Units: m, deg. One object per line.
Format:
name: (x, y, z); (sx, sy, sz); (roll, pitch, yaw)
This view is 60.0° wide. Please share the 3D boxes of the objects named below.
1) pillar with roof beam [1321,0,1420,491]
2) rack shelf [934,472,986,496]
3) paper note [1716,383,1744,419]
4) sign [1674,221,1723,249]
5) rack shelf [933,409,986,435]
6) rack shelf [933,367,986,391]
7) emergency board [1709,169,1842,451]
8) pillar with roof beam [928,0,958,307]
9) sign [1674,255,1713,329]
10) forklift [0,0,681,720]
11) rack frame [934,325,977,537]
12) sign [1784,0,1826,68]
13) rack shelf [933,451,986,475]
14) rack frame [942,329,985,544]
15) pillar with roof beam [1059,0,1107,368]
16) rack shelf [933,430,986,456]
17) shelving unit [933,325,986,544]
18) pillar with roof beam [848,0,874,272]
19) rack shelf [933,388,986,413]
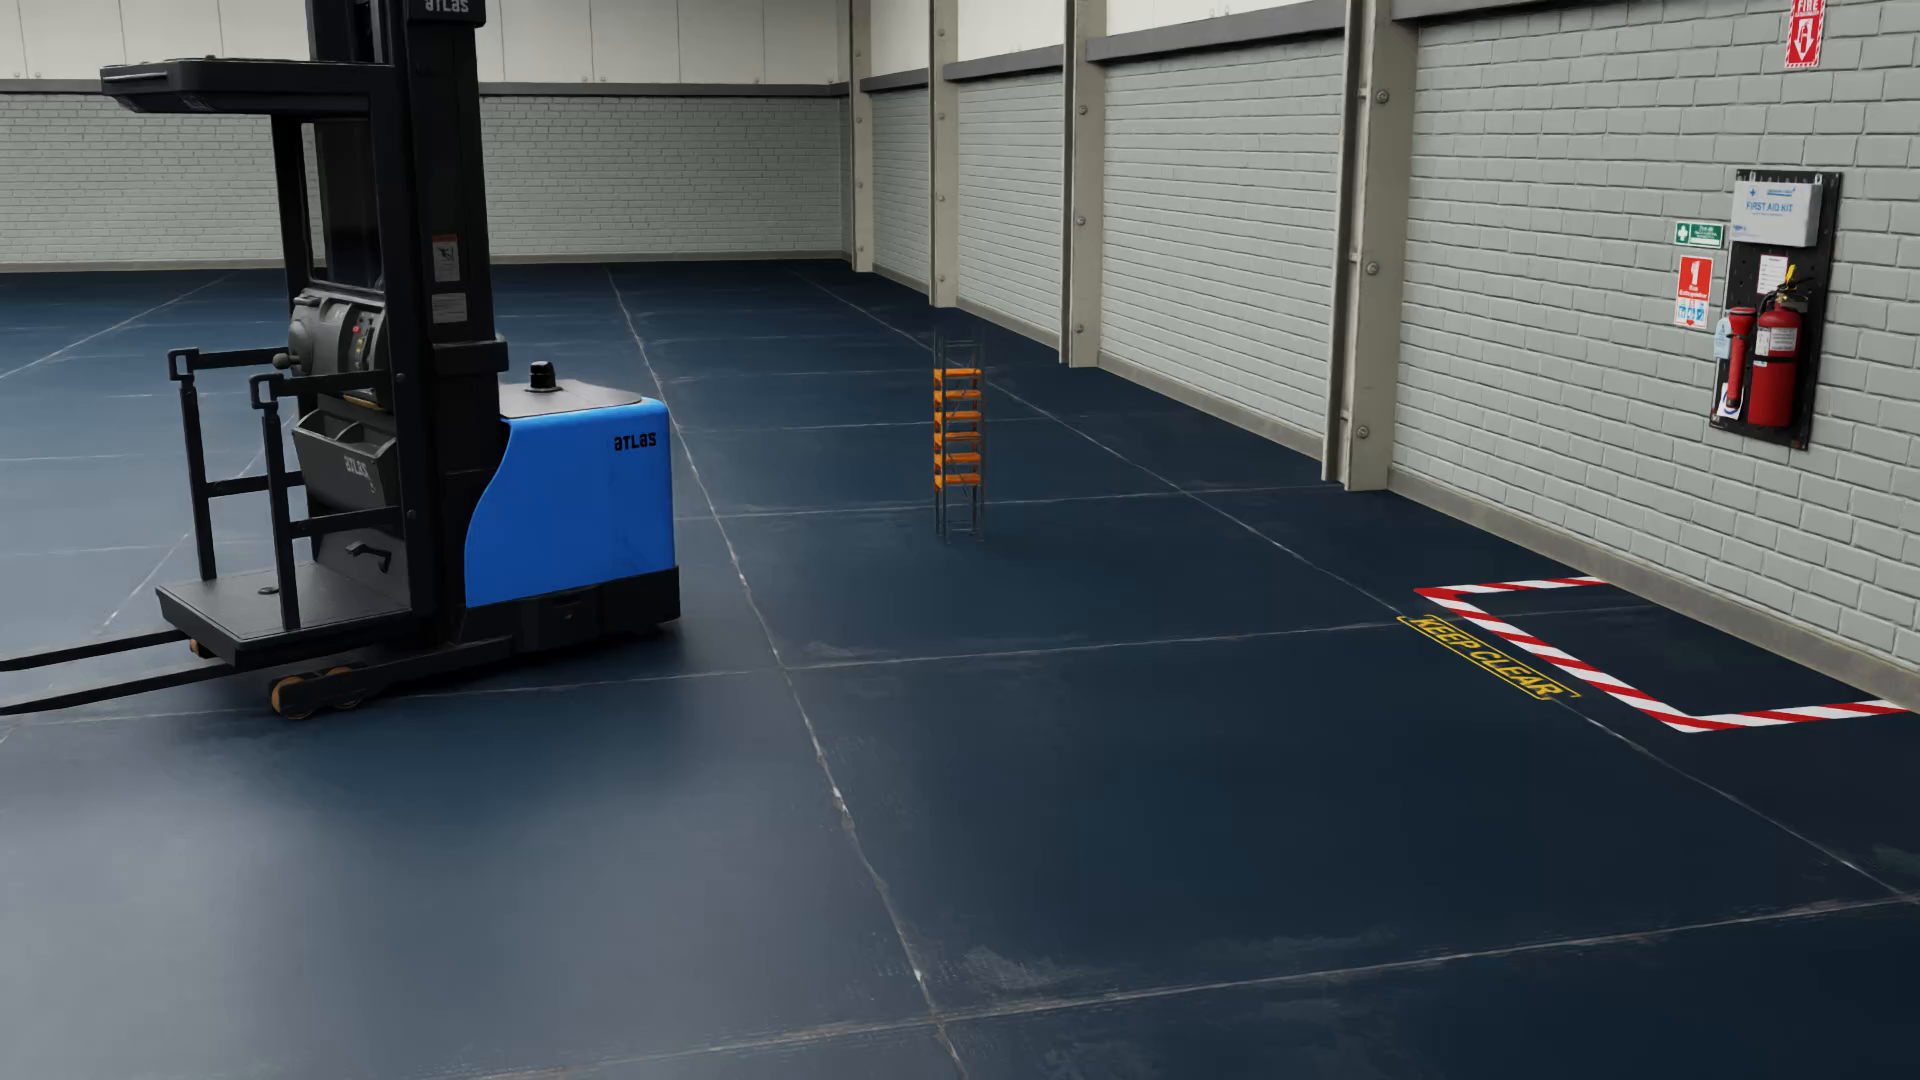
pillar with roof beam: (-1.582, -4.500, 8.886); (9.100, 9.000, 0.400); (-3, 14, -13)
rack shelf: (-0.003, -0.310, 9.366); (0.258, 0.103, 0.180); (-3, 14, -13)
paper note: (3.494, -0.631, 7.545); (0.016, 0.148, 0.142); (-3, 14, -13)
sign: (3.431, -1.421, 7.729); (0.001, 0.109, 0.331); (-3, 14, -13)
rack shelf: (-0.003, -0.660, 9.280); (0.258, 0.103, 0.180); (-3, 14, -13)
rack shelf: (-0.003, -0.893, 9.223); (0.258, 0.103, 0.180); (-3, 14, -13)
emergency board: (3.469, -1.014, 7.257); (0.194, 1.169, 0.643); (-3, 14, -13)
pillar with roof beam: (-4.400, -7.269, 20.217); (9.100, 9.000, 0.400); (-3, 14, -13)
sign: (3.439, -1.165, 7.799); (0.001, 0.329, 0.234); (-3, 14, -13)
forklift: (-2.734, -0.857, 6.759); (3.031, 2.935, 1.130); (-12, 18, -40)
rack frame: (-0.025, -0.607, 9.385); (0.240, 1.200, 0.006); (-3, 14, -13)
sign: (3.564, -2.148, 7.012); (0.001, 0.298, 0.199); (-3, 14, -13)
rack shelf: (-0.003, -0.426, 9.337); (0.258, 0.103, 0.180); (-3, 14, -13)
rack frame: (0.018, -0.565, 9.212); (0.240, 1.200, 0.006); (-3, 14, -13)
pillar with roof beam: (-2.991, -5.884, 14.552); (9.100, 9.000, 0.400); (-3, 14, -13)
rack shelf: (-0.003, -0.543, 9.309); (0.258, 0.103, 0.180); (-3, 14, -13)
shelving unit: (-0.003, -0.586, 9.298); (0.258, 1.200, 0.189); (-3, 14, -13)
pillar with roof beam: (-5.809, -8.653, 25.883); (9.100, 9.000, 0.400); (-3, 14, -13)
rack shelf: (-0.003, -0.776, 9.252); (0.258, 0.103, 0.180); (-3, 14, -13)
